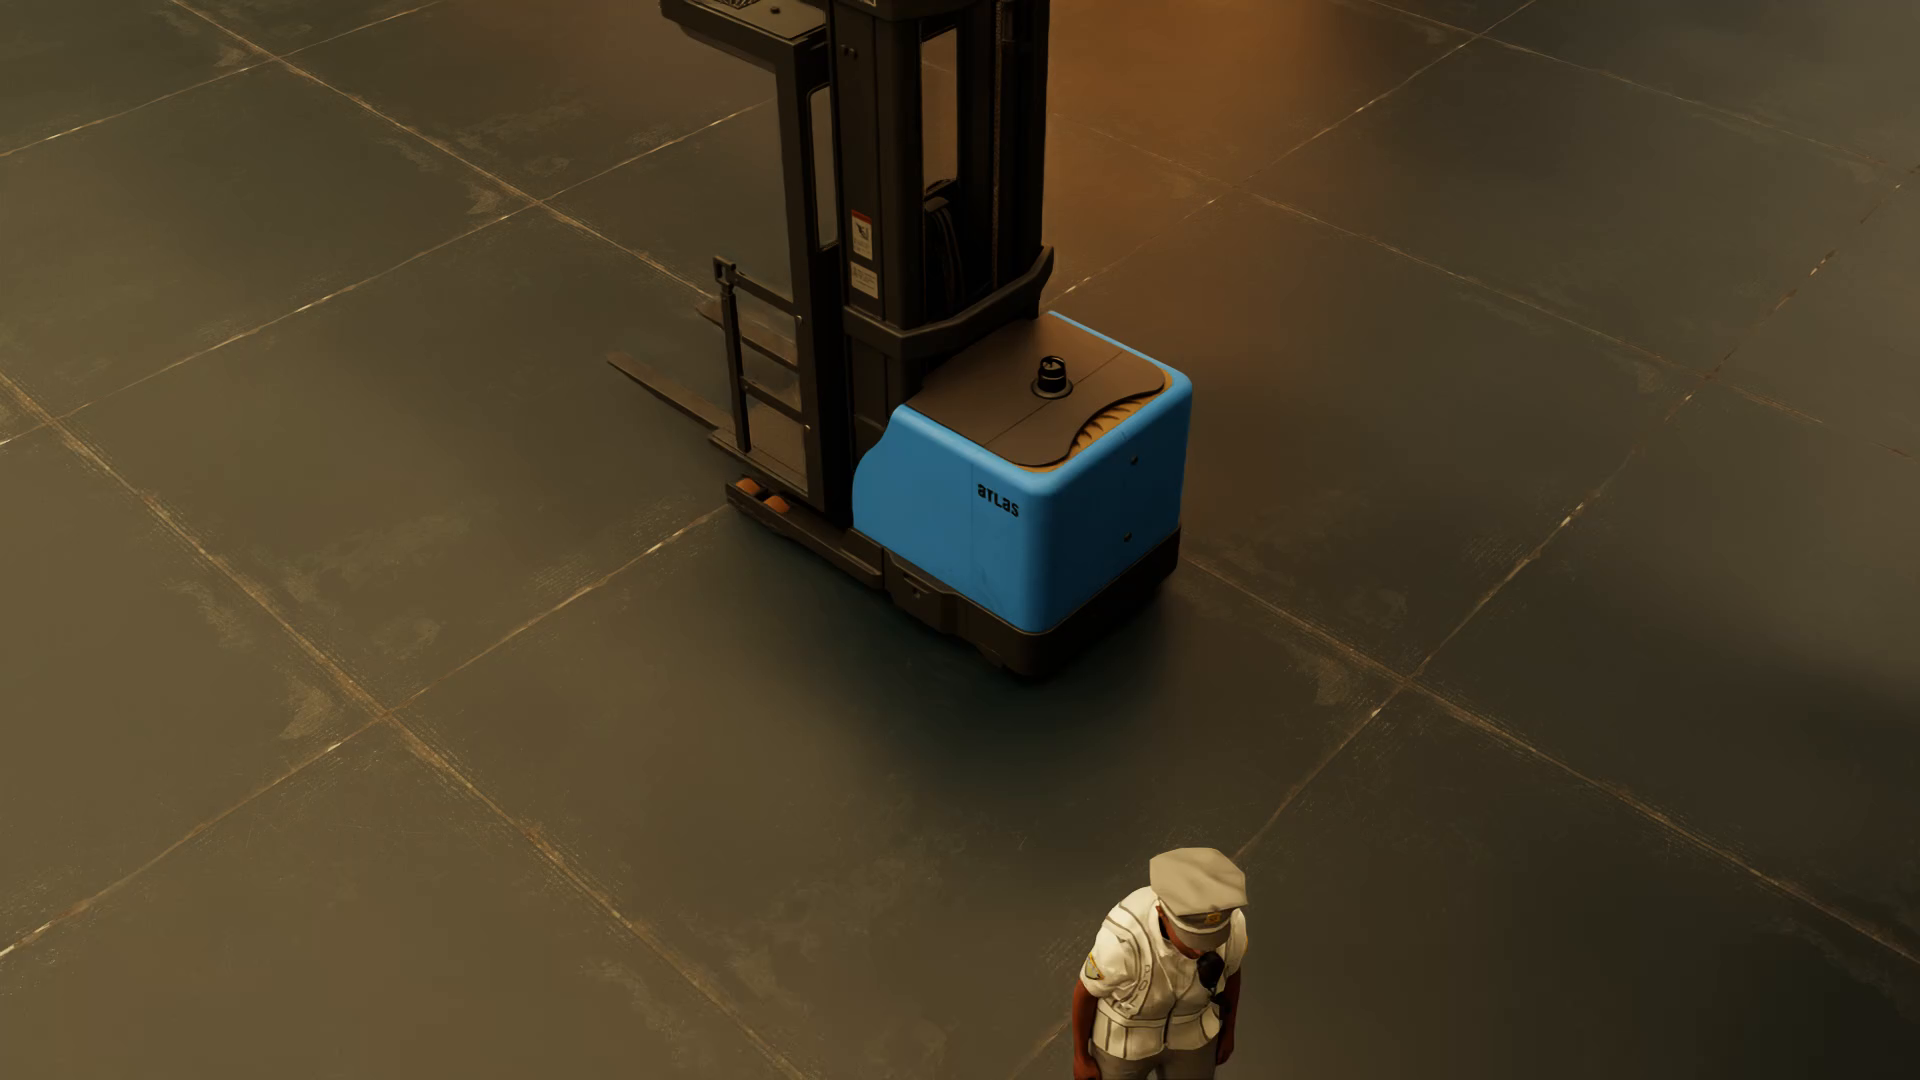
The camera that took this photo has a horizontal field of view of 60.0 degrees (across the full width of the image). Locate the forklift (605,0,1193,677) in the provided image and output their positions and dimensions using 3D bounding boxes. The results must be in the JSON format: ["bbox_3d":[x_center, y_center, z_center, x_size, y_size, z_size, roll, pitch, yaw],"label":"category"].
[{"bbox_3d":[-0.458,-1.376,7.033,3.031,2.935,1.130,31,49,31],"label":"forklift"}]

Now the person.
[{"bbox_3d":[0.547,1.430,4.742,0.516,1.656,0.397,-7,41,-8],"label":"person"}]
